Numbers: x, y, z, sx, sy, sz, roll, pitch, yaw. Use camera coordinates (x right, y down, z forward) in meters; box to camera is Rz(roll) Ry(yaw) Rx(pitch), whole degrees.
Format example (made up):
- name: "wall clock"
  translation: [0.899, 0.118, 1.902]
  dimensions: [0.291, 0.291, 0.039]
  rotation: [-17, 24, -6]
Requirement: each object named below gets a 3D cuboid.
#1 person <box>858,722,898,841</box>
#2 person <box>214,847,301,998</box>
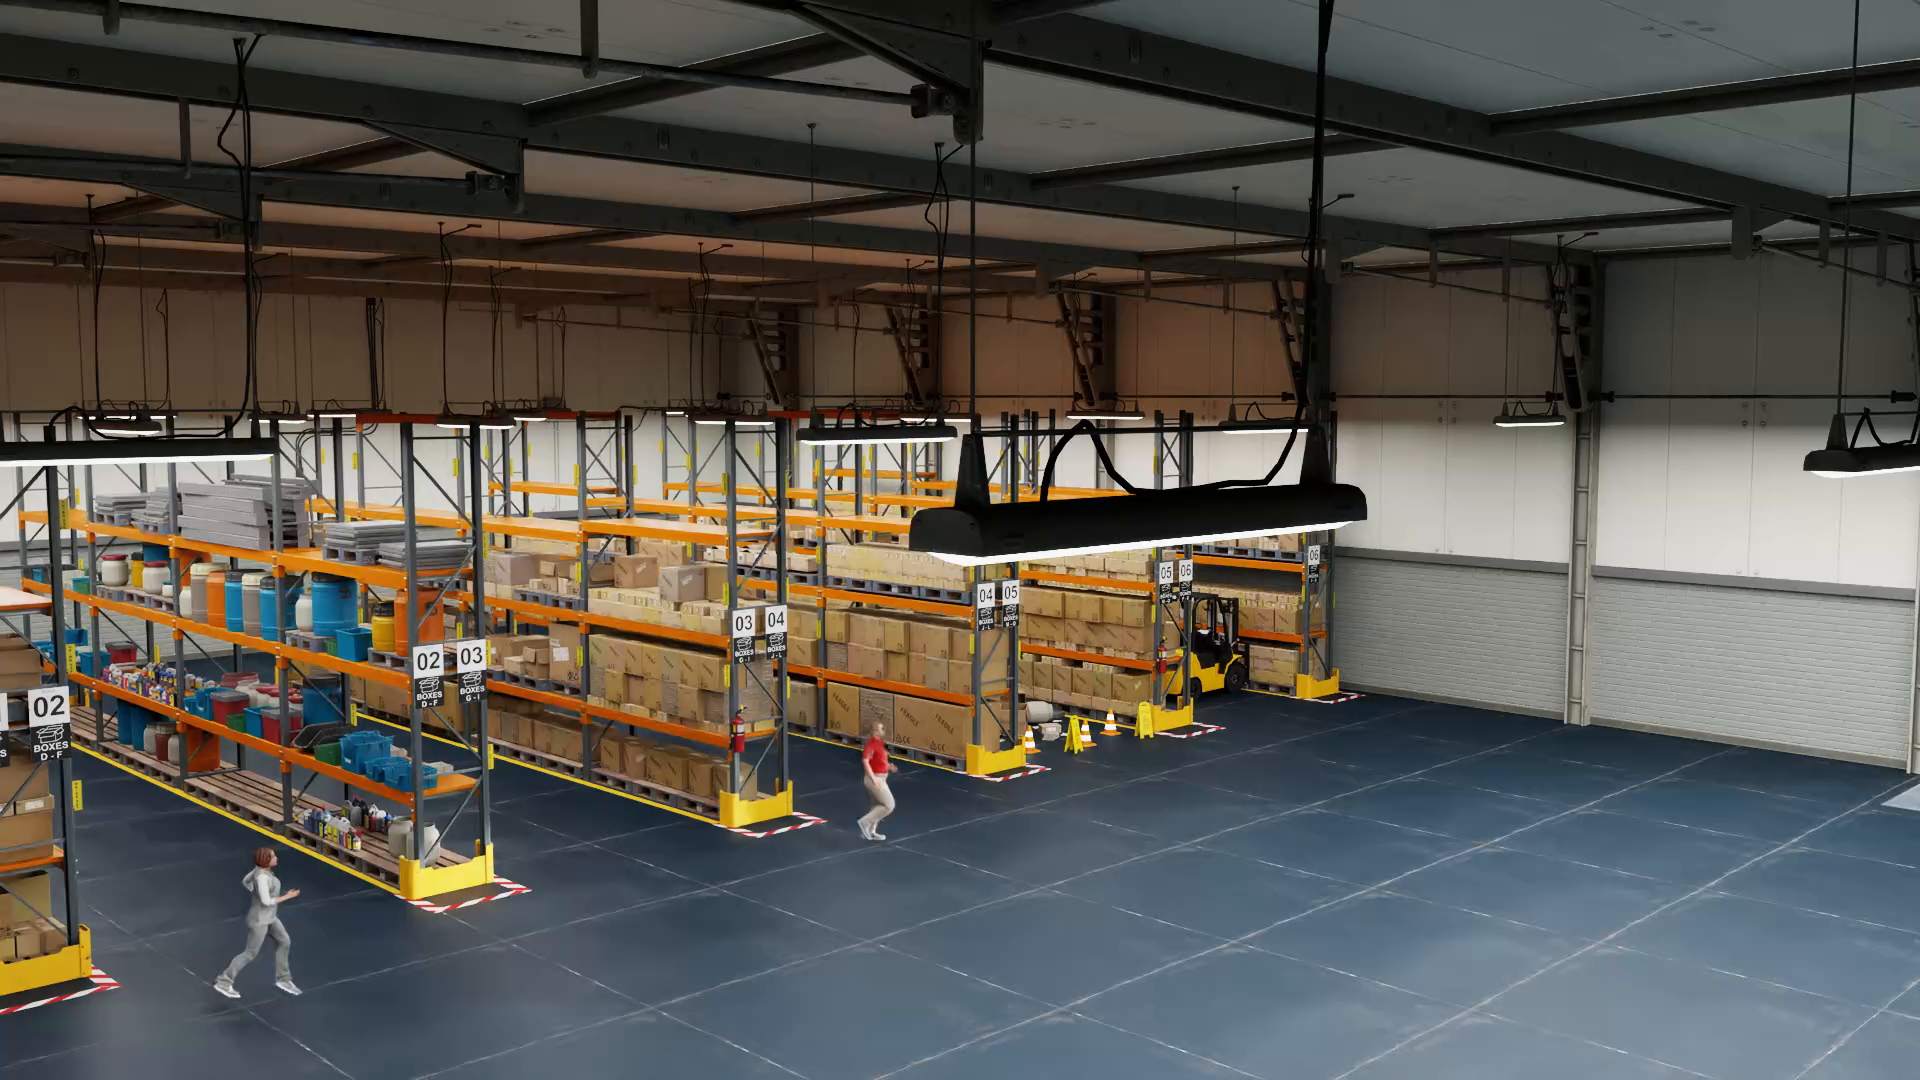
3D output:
- name: "person"
  translation: [-1.169, 3.433, 23.690]
  dimensions: [0.593, 1.695, 0.659]
  rotation: [0, 5, -5]
- name: "person"
  translation: [-7.363, 4.021, 17.435]
  dimensions: [0.849, 1.631, 0.548]
  rotation: [-1, 5, -16]
